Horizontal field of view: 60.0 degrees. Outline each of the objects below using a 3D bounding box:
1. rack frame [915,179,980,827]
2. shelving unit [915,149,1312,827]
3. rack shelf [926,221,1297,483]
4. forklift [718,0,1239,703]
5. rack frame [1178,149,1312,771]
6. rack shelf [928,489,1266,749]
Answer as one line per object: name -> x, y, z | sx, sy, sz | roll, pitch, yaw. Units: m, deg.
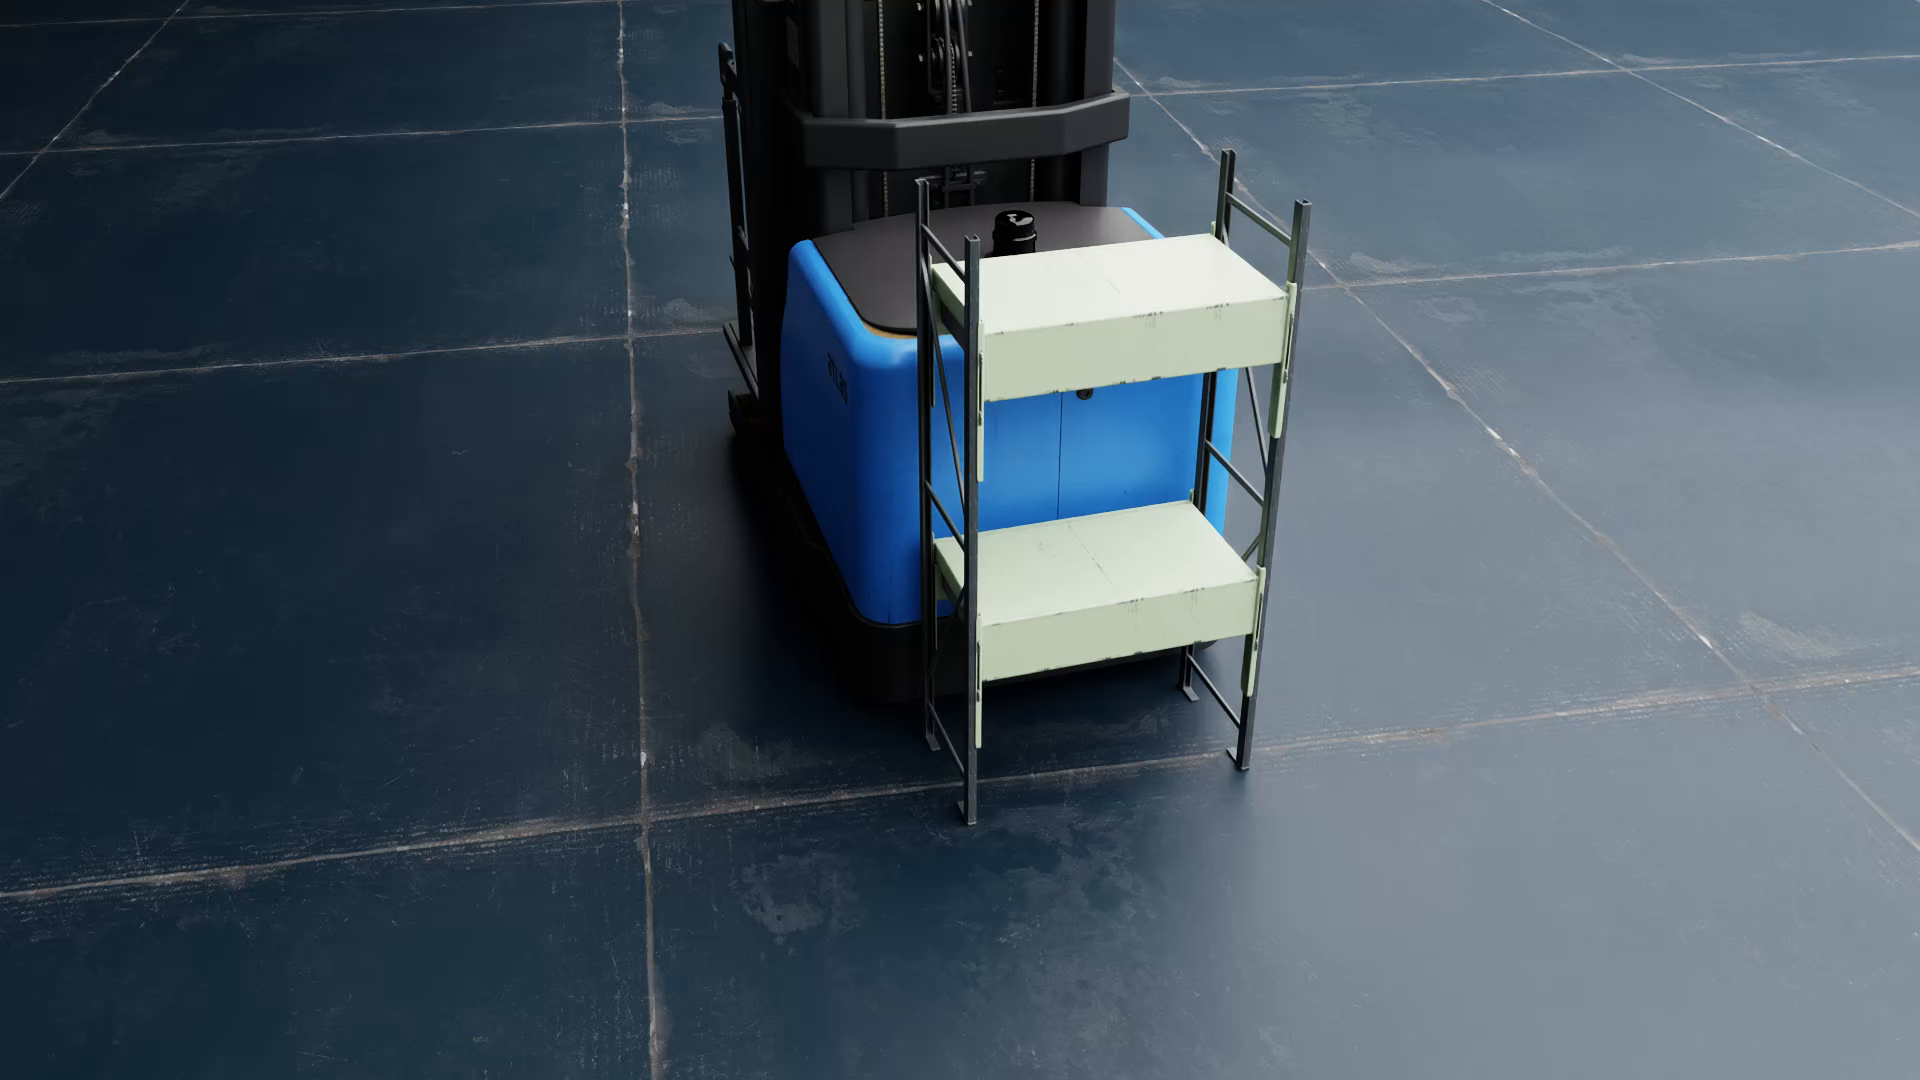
rack frame -> -0.029, -0.045, 3.846 | 0.023, 1.500, 0.400 | -9, 32, -15
shelving unit -> 0.320, -0.100, 3.940 | 0.755, 1.500, 0.431 | -9, 32, -15
rack shelf -> 0.320, -0.436, 3.742 | 0.720, 0.370, 0.431 | -9, 32, -15
forklift -> -0.180, -1.570, 5.028 | 1.130, 2.935, 3.031 | -9, 32, -14
rack frame -> 0.670, -0.155, 4.033 | 0.023, 1.500, 0.400 | -9, 32, -15
rack shelf -> 0.320, 0.181, 4.105 | 0.720, 0.370, 0.431 | -9, 32, -15
